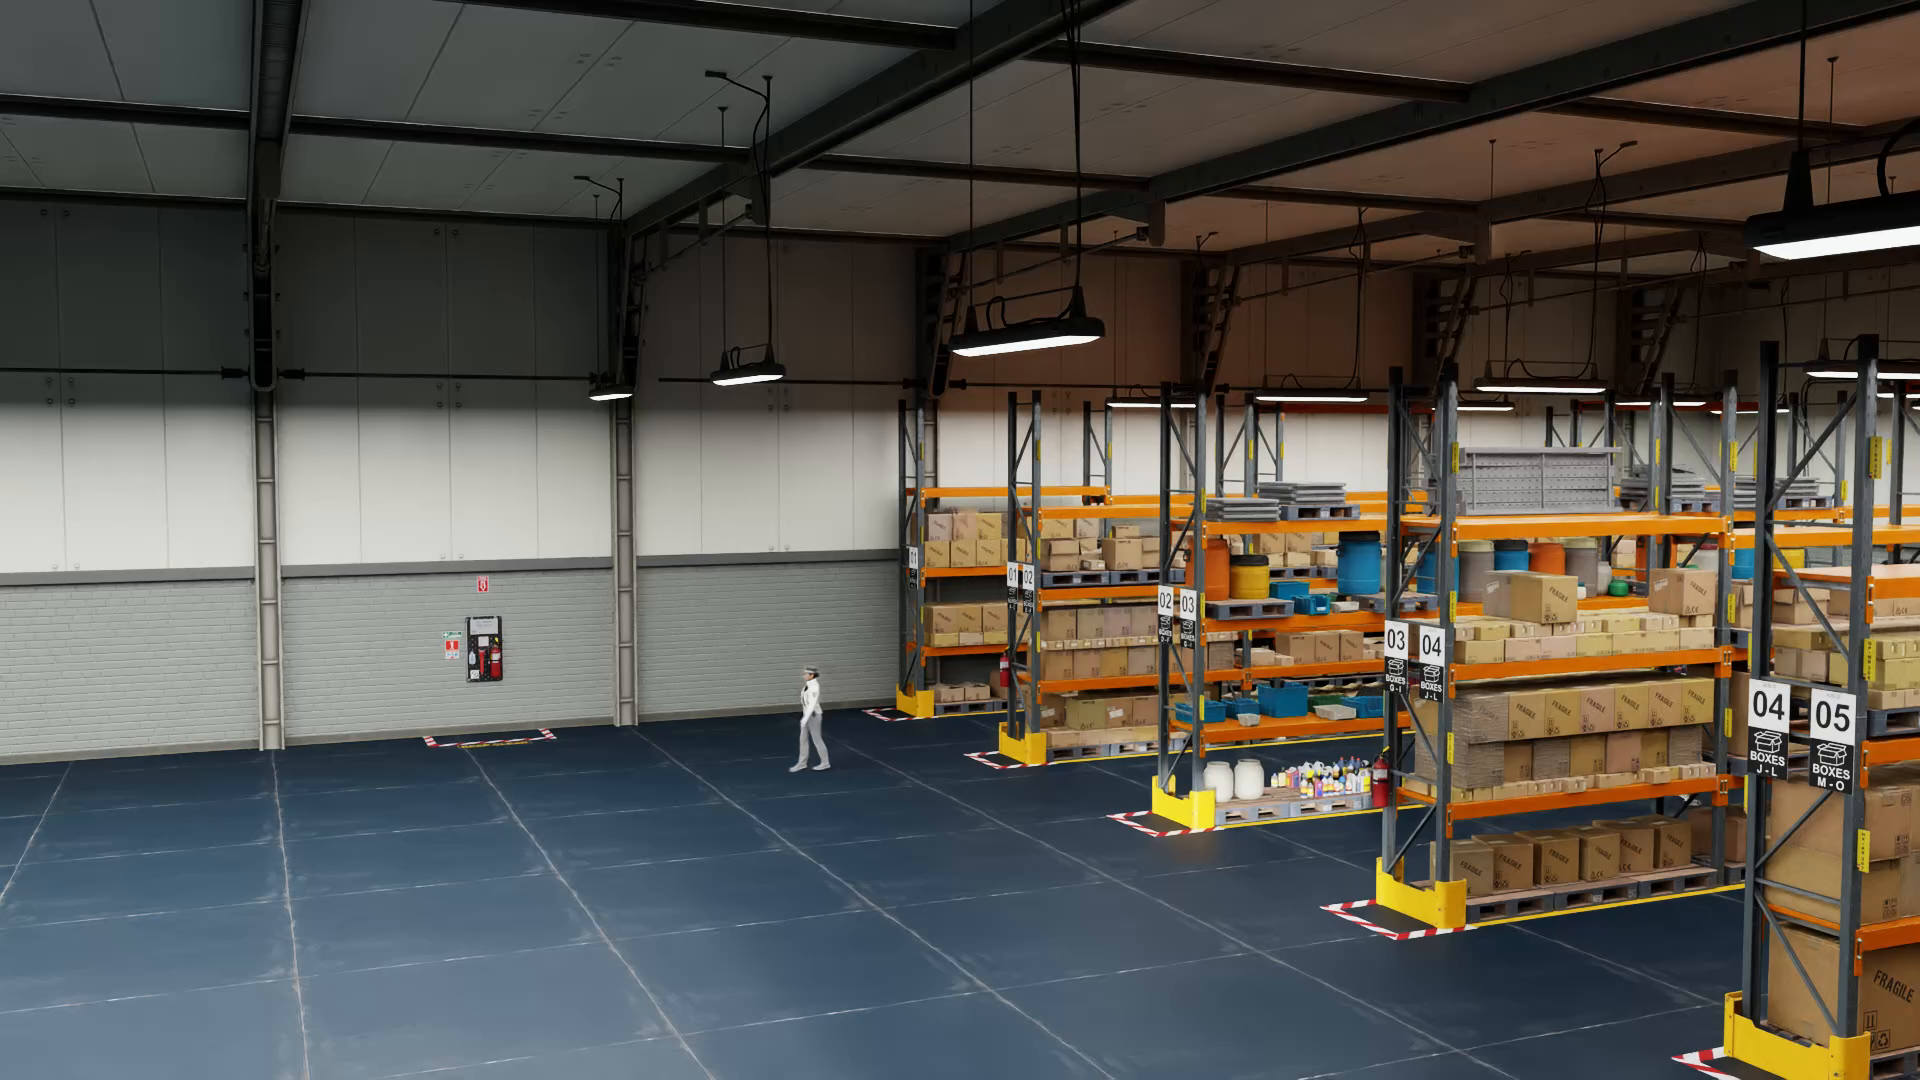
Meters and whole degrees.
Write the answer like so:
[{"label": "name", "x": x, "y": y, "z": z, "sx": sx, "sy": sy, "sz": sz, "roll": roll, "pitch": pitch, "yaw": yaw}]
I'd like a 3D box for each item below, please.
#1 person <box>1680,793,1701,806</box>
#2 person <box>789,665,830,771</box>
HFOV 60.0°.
[{"label": "person", "x": 10.364, "y": 2.988, "z": 23.598, "sx": 0.458, "sy": 1.595, "sz": 0.459, "roll": -1, "pitch": 4, "yaw": -18}, {"label": "person", "x": -2.365, "y": 2.804, "z": 26.165, "sx": 0.638, "sy": 1.686, "sz": 0.543, "roll": -1, "pitch": 3, "yaw": -13}]
